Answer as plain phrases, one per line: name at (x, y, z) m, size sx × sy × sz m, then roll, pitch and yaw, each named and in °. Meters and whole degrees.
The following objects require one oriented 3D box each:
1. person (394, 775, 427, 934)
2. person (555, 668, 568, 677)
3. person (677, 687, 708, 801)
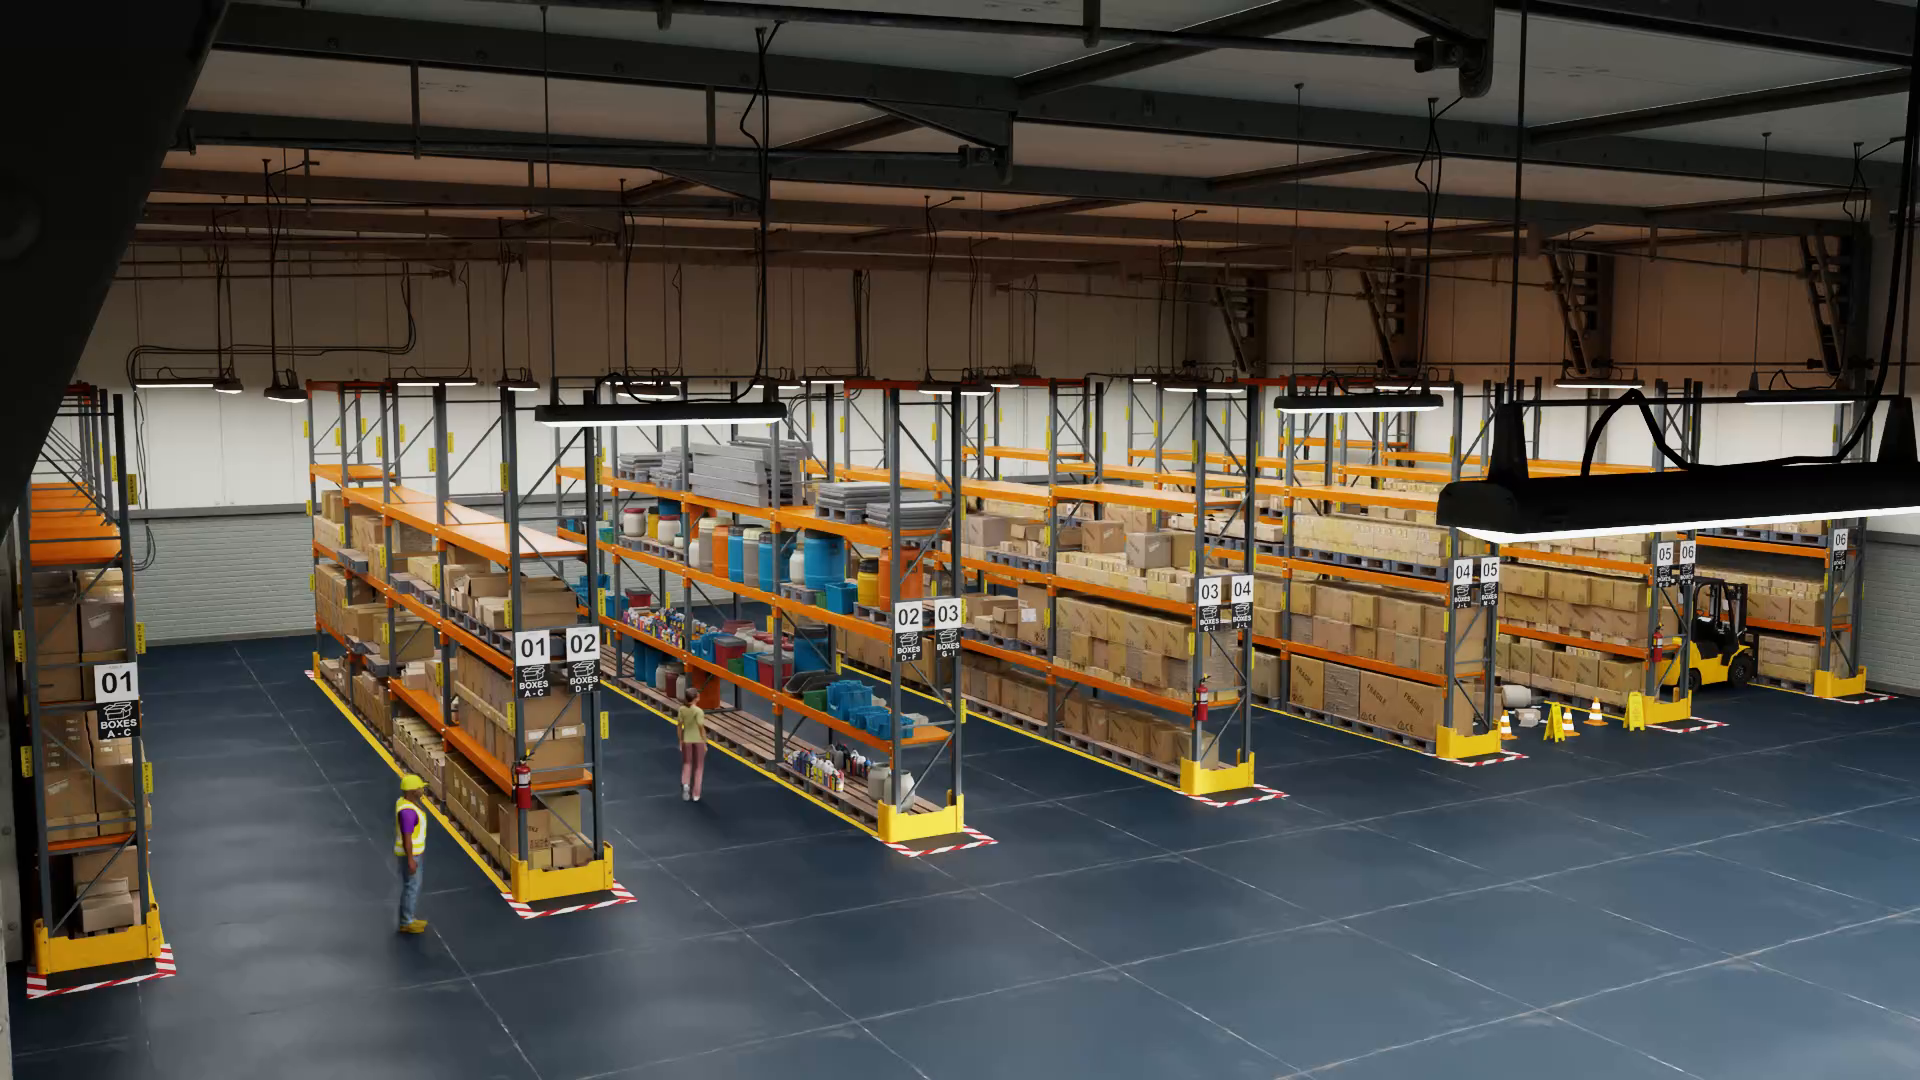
person at (-6.113, 3.483, 18.535) m, size 0.377 × 1.765 × 0.616 m, roll -1°, pitch 6°, yaw -12°
person at (-7.949, 1.974, 32.810) m, size 0.530 × 1.724 × 1.042 m, roll -2°, pitch 6°, yaw -18°
person at (-3.863, 2.946, 23.955) m, size 0.446 × 1.661 × 0.524 m, roll 1°, pitch 6°, yaw 5°
